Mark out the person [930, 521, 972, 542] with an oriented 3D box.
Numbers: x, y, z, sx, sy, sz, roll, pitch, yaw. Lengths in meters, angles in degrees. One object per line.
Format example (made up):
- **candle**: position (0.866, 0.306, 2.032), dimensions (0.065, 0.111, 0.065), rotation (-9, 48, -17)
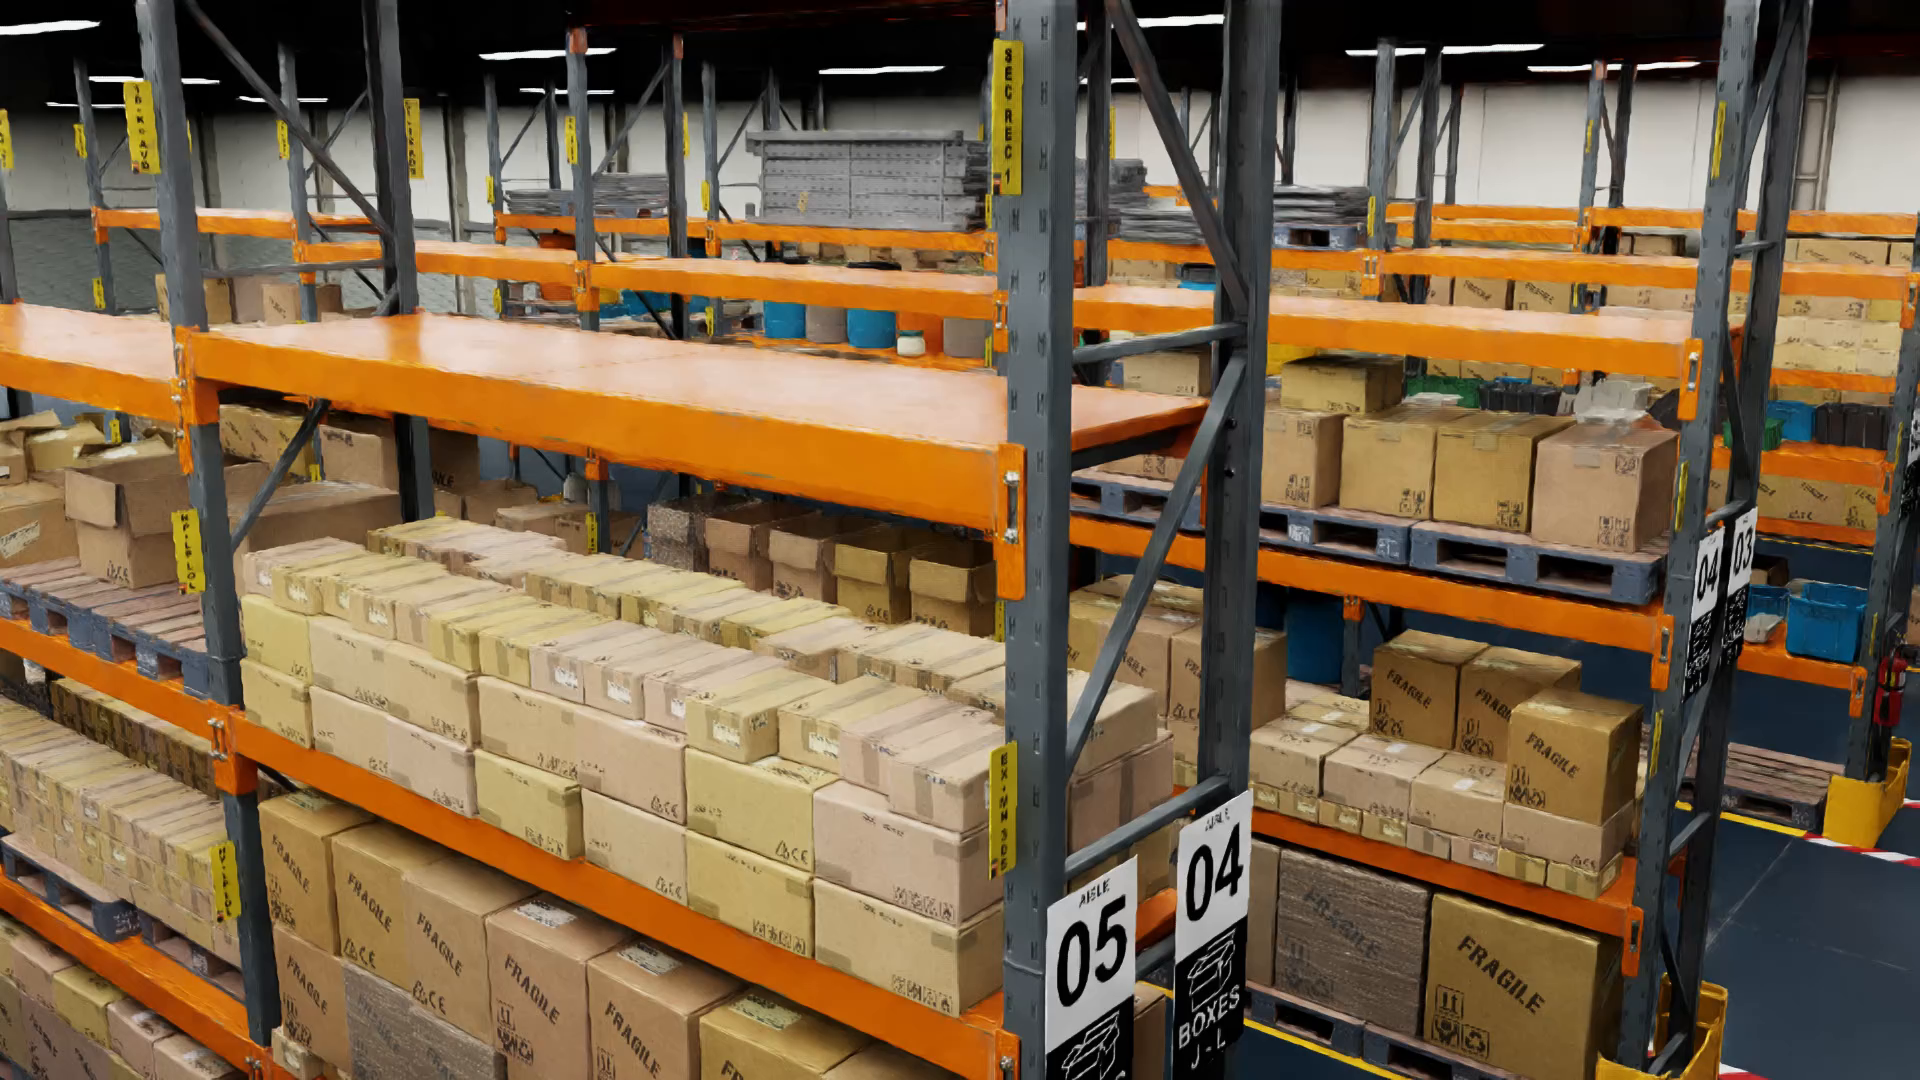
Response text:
- **person**: position (-0.098, -0.114, 18.467), dimensions (0.457, 1.545, 0.879), rotation (-7, 15, -28)
